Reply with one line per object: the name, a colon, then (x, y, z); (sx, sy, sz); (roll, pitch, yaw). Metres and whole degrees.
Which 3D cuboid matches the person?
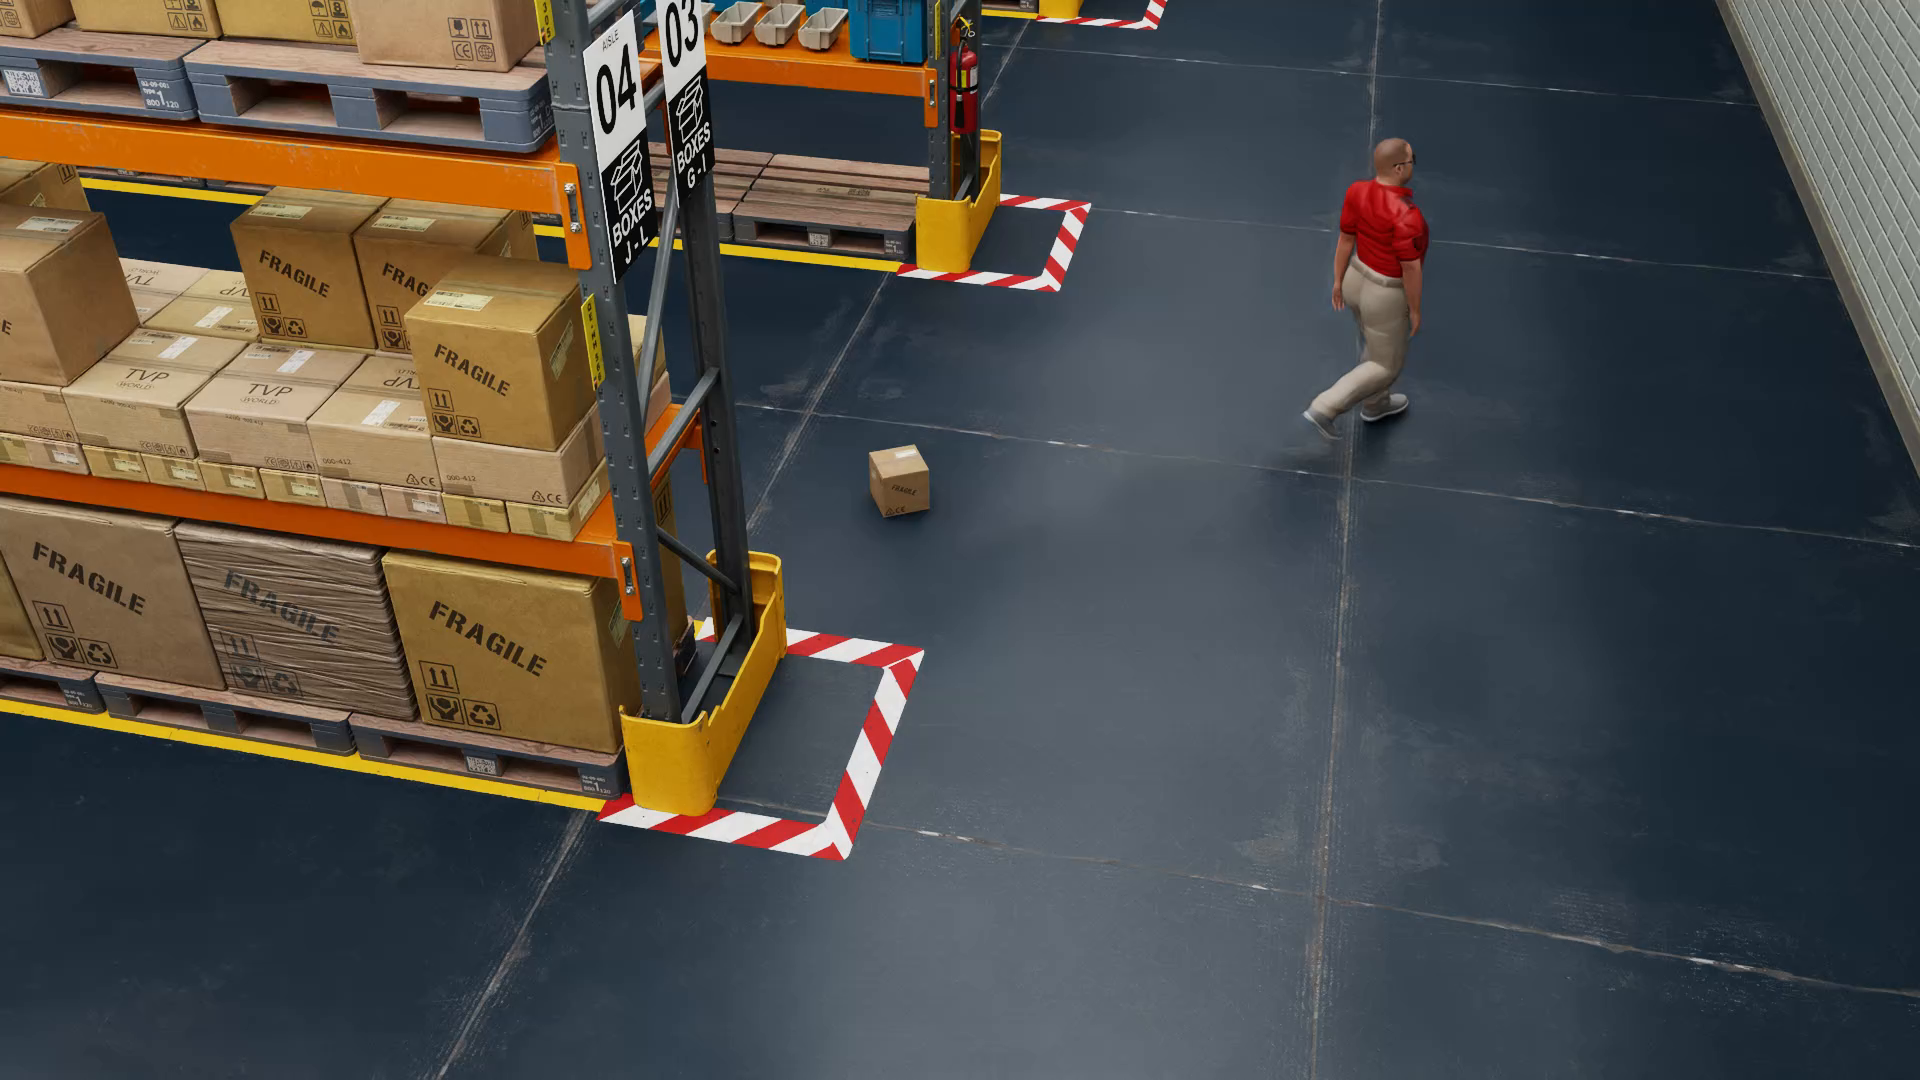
person: (2.184, -1.258, 8.739); (0.865, 1.611, 0.545); (-16, 39, -21)
